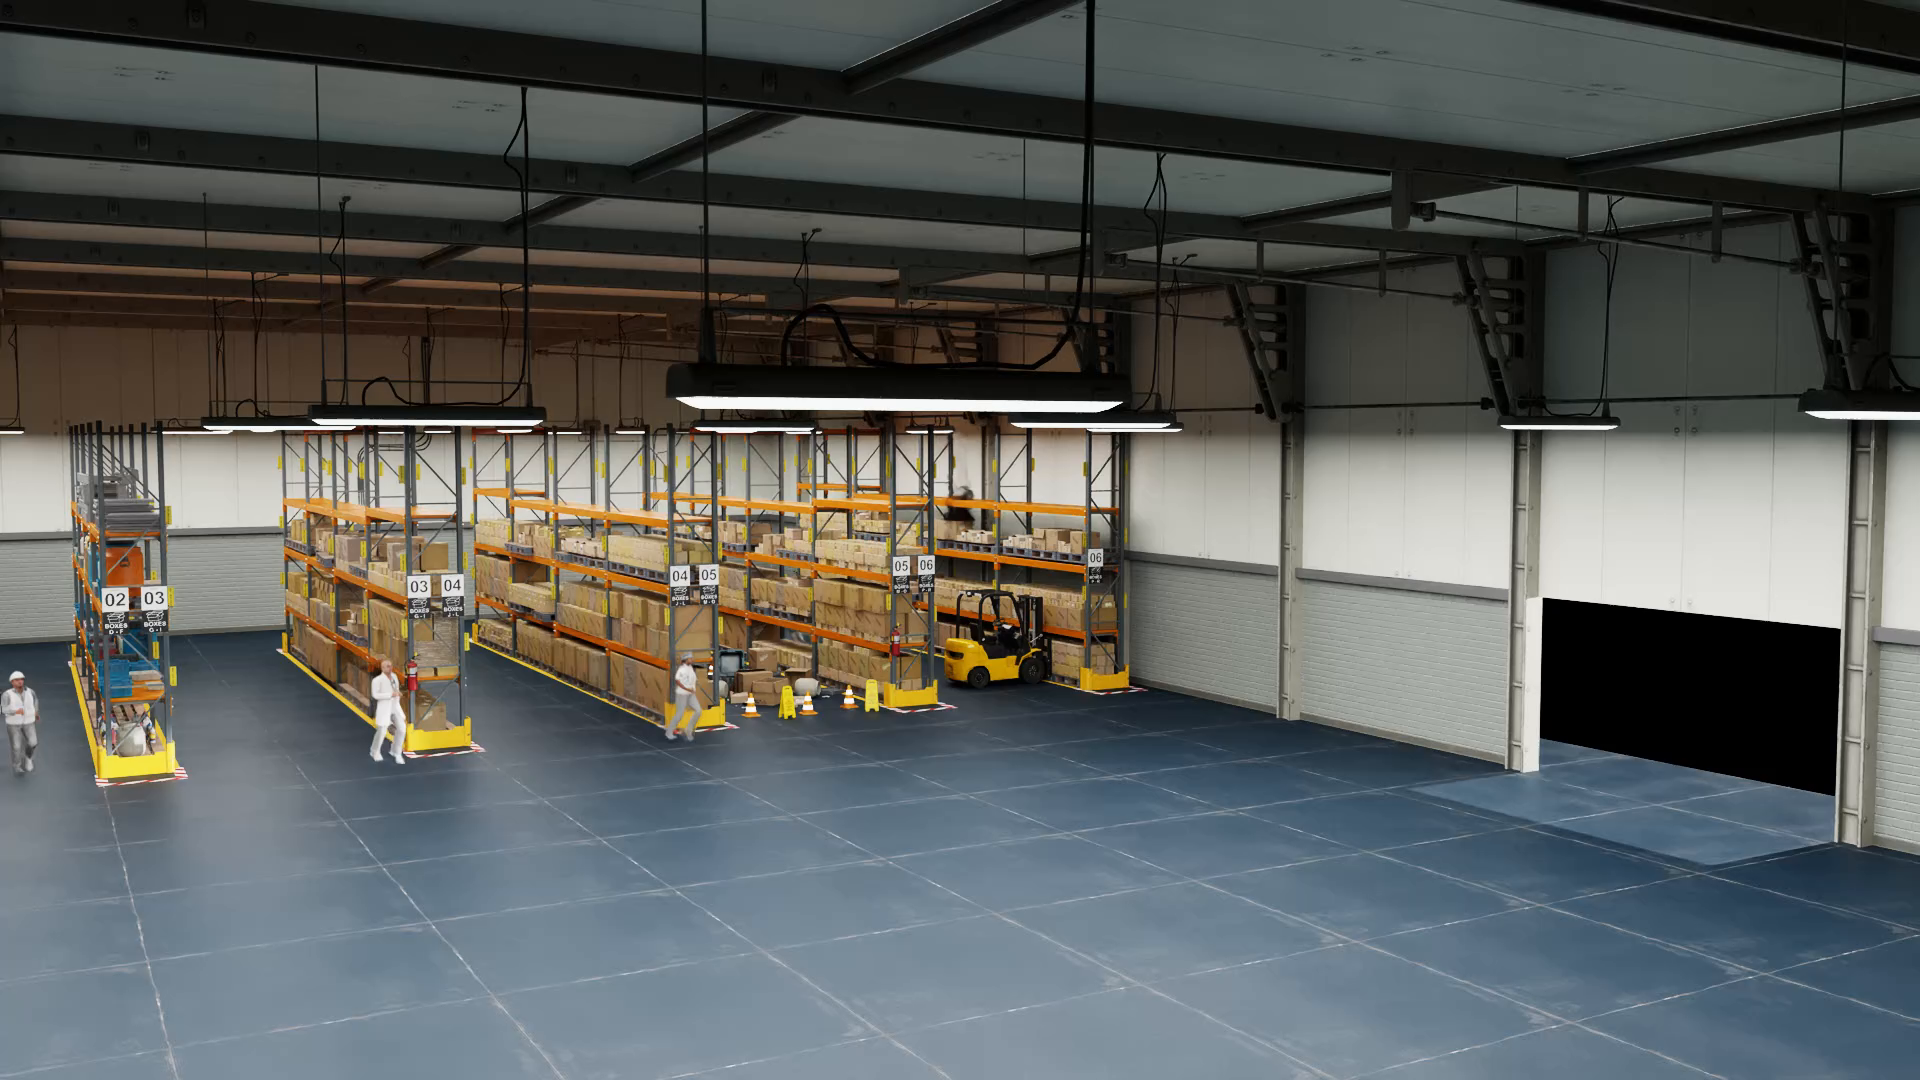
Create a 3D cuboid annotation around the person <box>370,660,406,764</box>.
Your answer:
[{"bbox_3d":[-10.057,3.035,29.200,0.840,1.856,0.708,2,4,32],"label":"person"}]

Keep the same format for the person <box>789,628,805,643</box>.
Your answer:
[{"bbox_3d":[-4.457,2.095,44.545,0.643,1.751,0.602,-2,4,-30],"label":"person"}]

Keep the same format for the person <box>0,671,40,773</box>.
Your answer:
[{"bbox_3d":[-15.894,3.094,28.174,0.635,1.735,0.650,-3,5,-44],"label":"person"}]

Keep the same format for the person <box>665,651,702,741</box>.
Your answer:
[{"bbox_3d":[-5.195,2.955,31.528,0.659,1.699,0.647,2,4,25],"label":"person"}]
